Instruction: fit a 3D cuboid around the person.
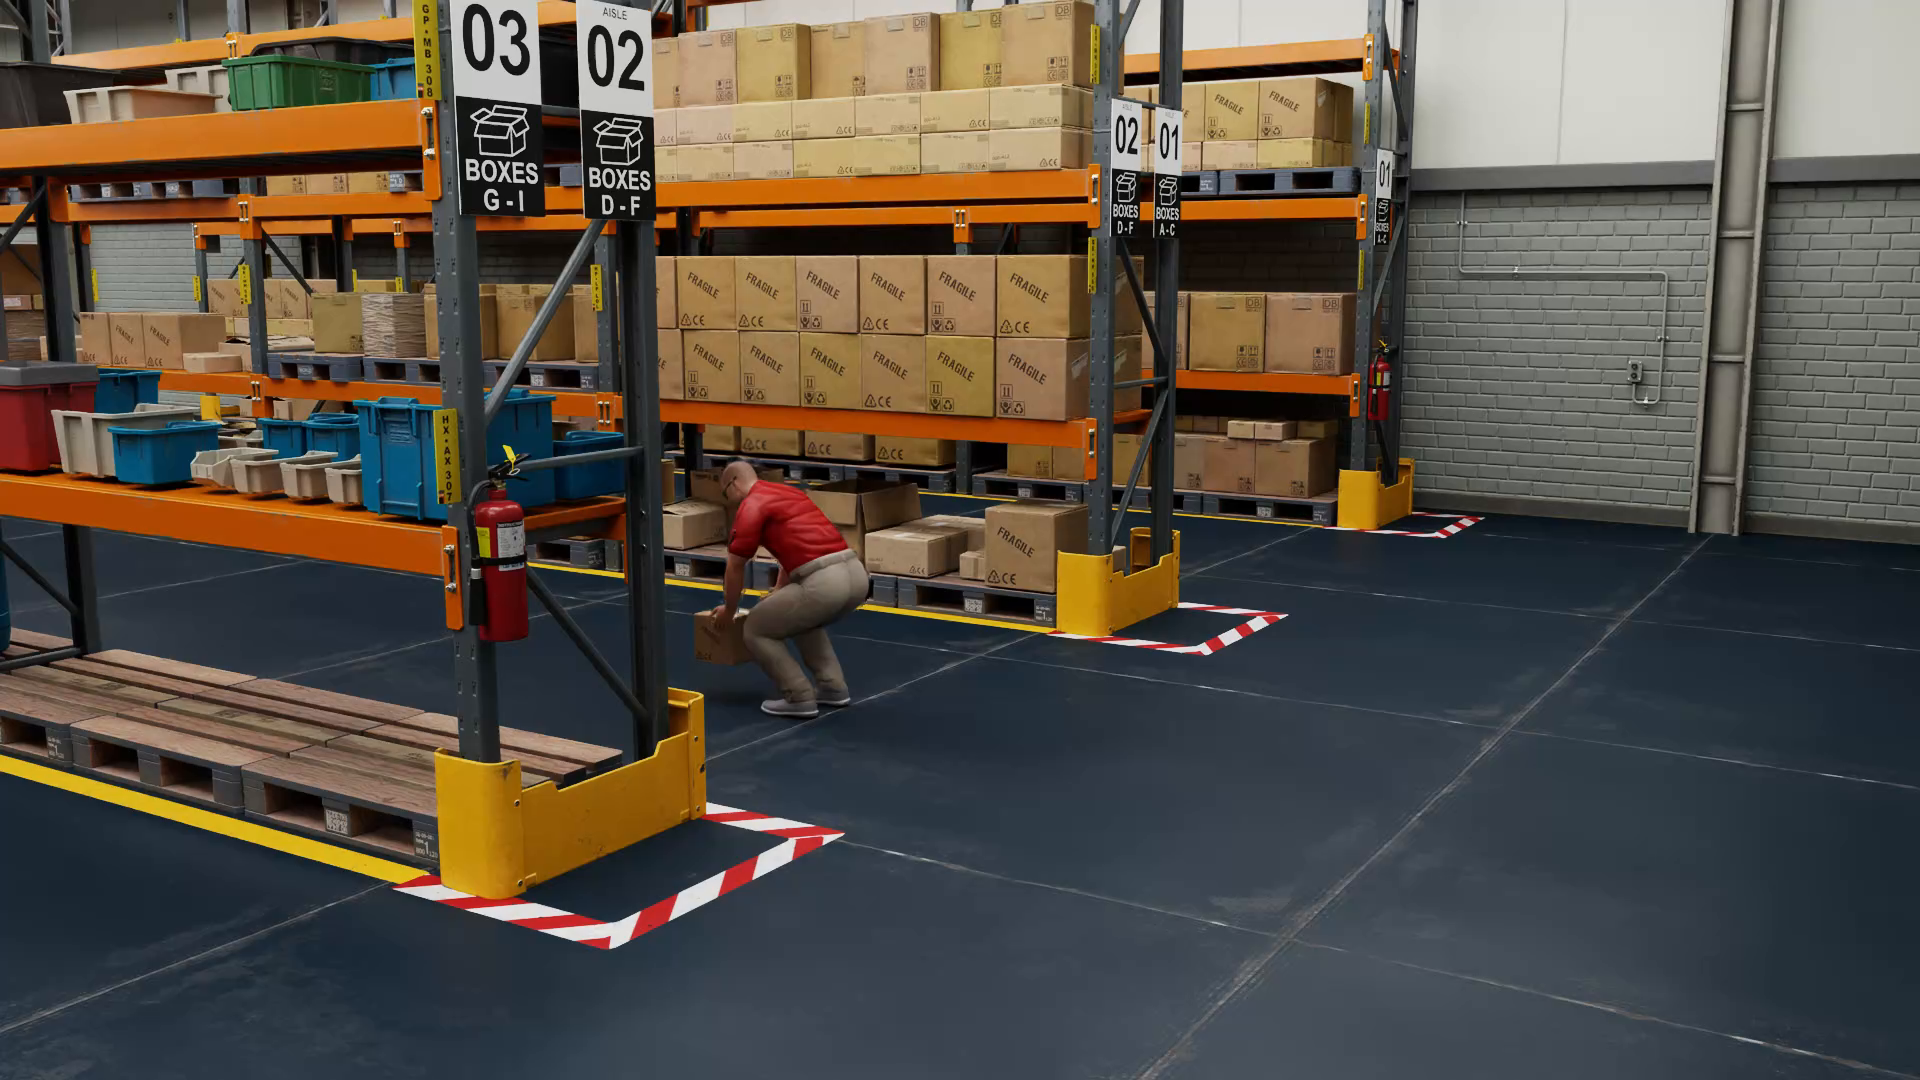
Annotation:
[{"bbox_3d":[-0.868,0.243,8.405,0.779,1.263,0.587,6,11,31],"label":"person"}]
